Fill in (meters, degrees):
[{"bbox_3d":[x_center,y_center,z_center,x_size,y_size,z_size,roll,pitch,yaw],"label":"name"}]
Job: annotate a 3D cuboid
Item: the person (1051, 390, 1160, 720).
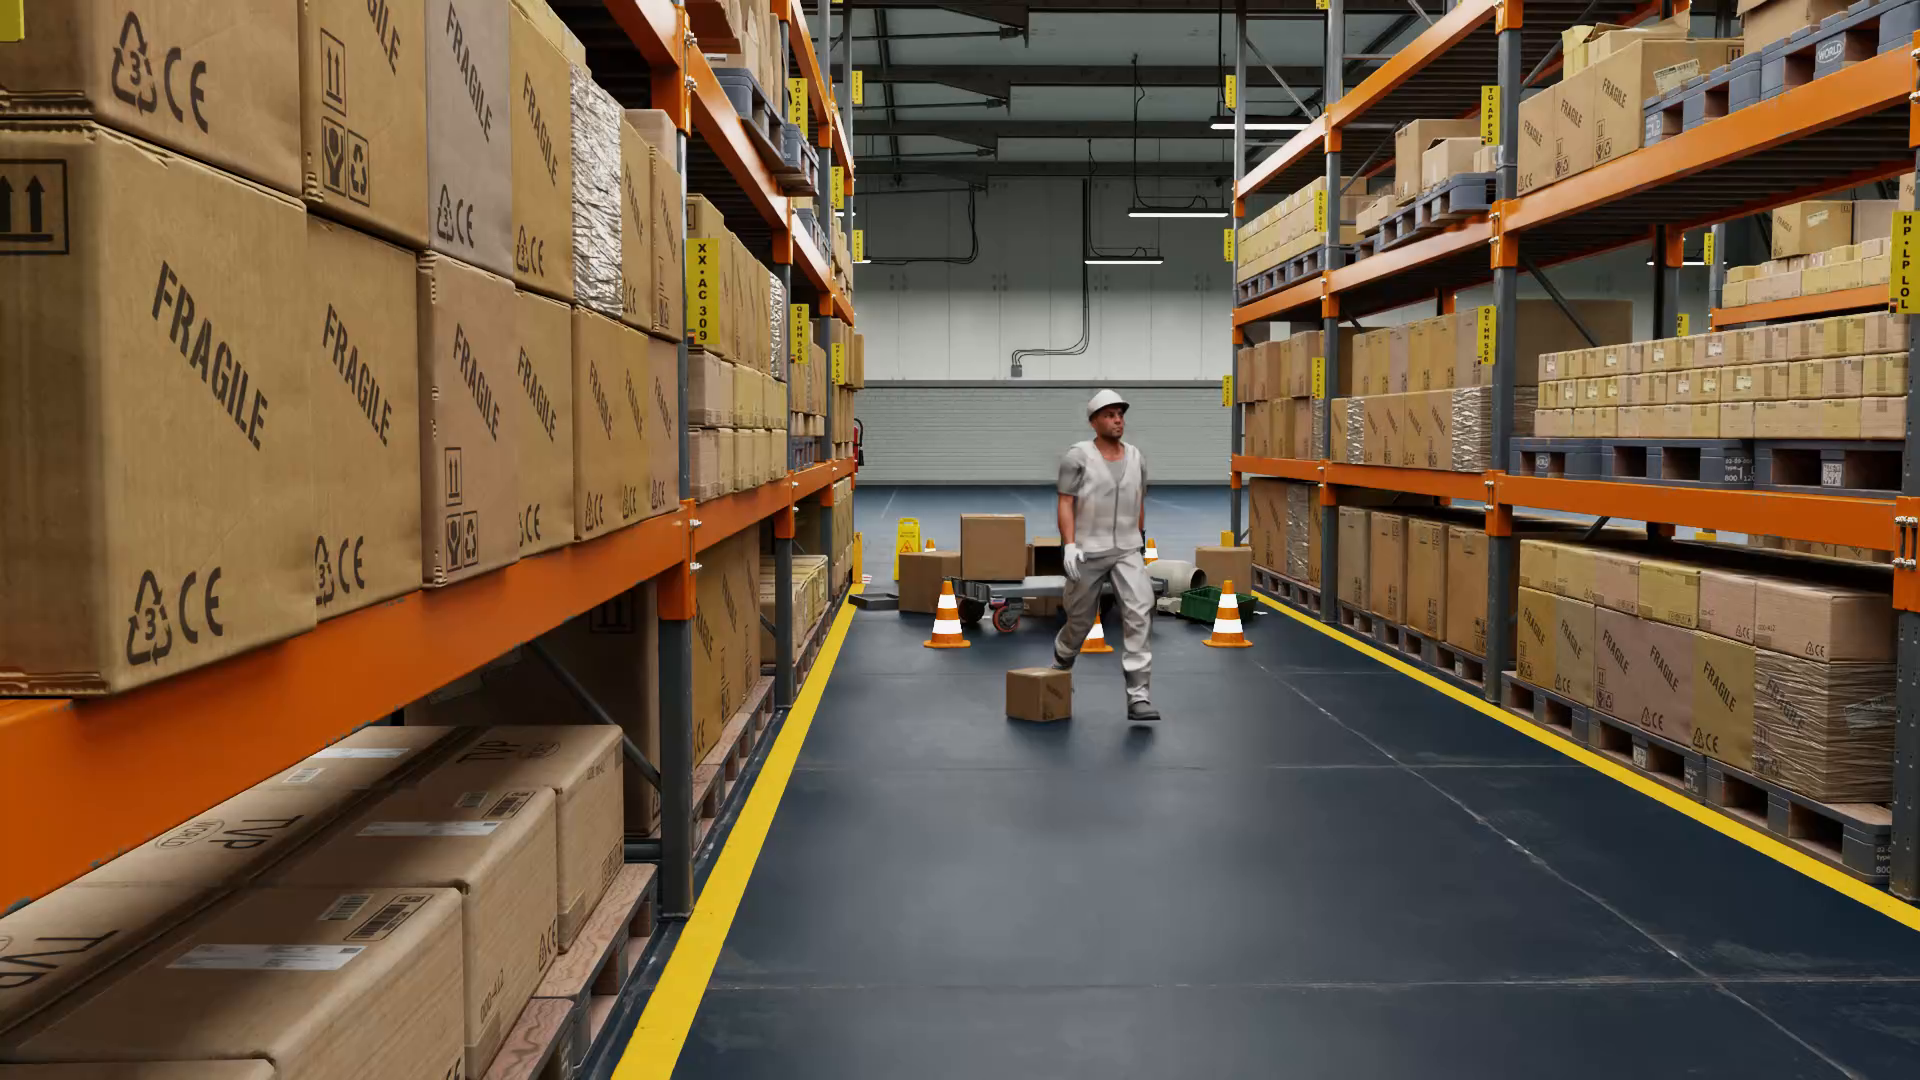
[{"bbox_3d":[0.769,0.068,8.939,0.554,1.745,1.036,-1,4,-16],"label":"person"}]
